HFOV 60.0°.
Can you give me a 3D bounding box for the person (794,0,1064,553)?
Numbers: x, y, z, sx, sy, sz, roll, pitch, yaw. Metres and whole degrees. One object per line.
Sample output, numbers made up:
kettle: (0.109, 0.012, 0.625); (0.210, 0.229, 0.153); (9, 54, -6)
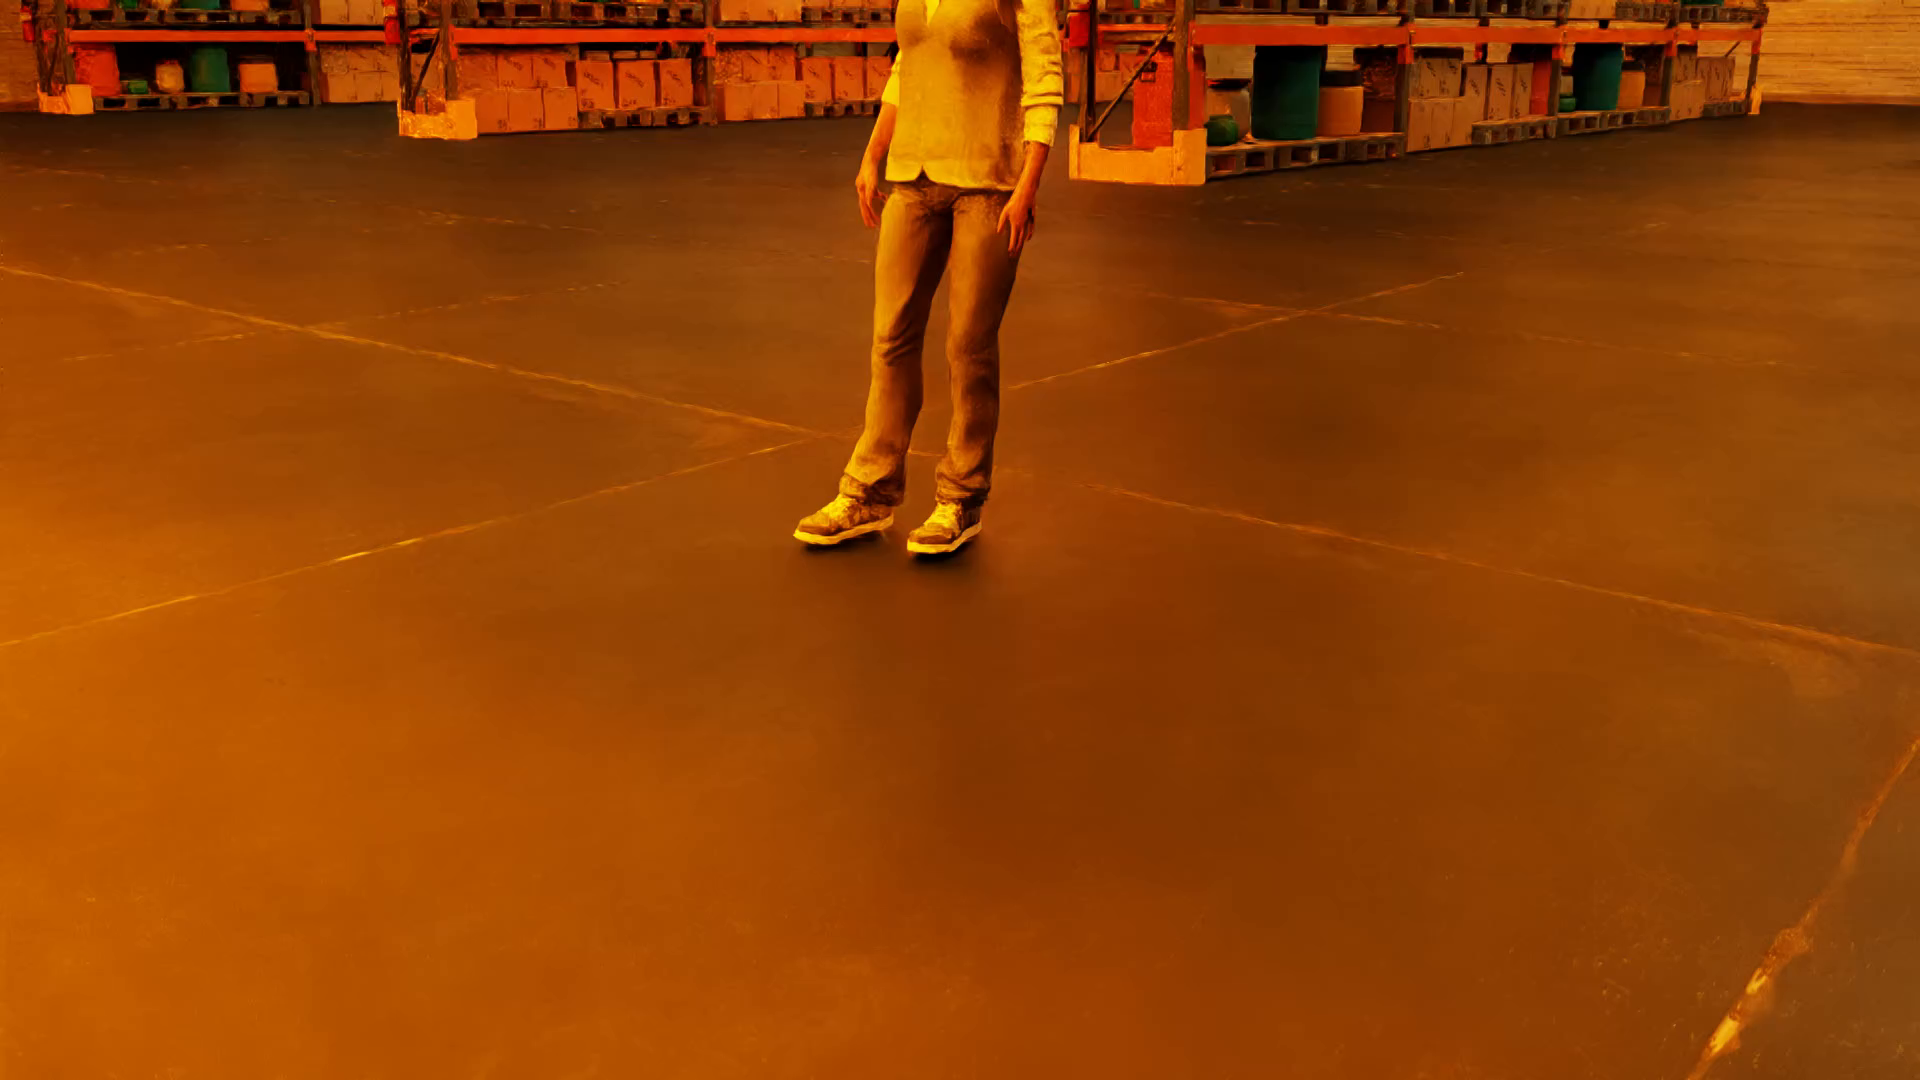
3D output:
person: (-0.058, -0.757, 3.662); (0.521, 1.597, 0.474); (13, 21, 37)
